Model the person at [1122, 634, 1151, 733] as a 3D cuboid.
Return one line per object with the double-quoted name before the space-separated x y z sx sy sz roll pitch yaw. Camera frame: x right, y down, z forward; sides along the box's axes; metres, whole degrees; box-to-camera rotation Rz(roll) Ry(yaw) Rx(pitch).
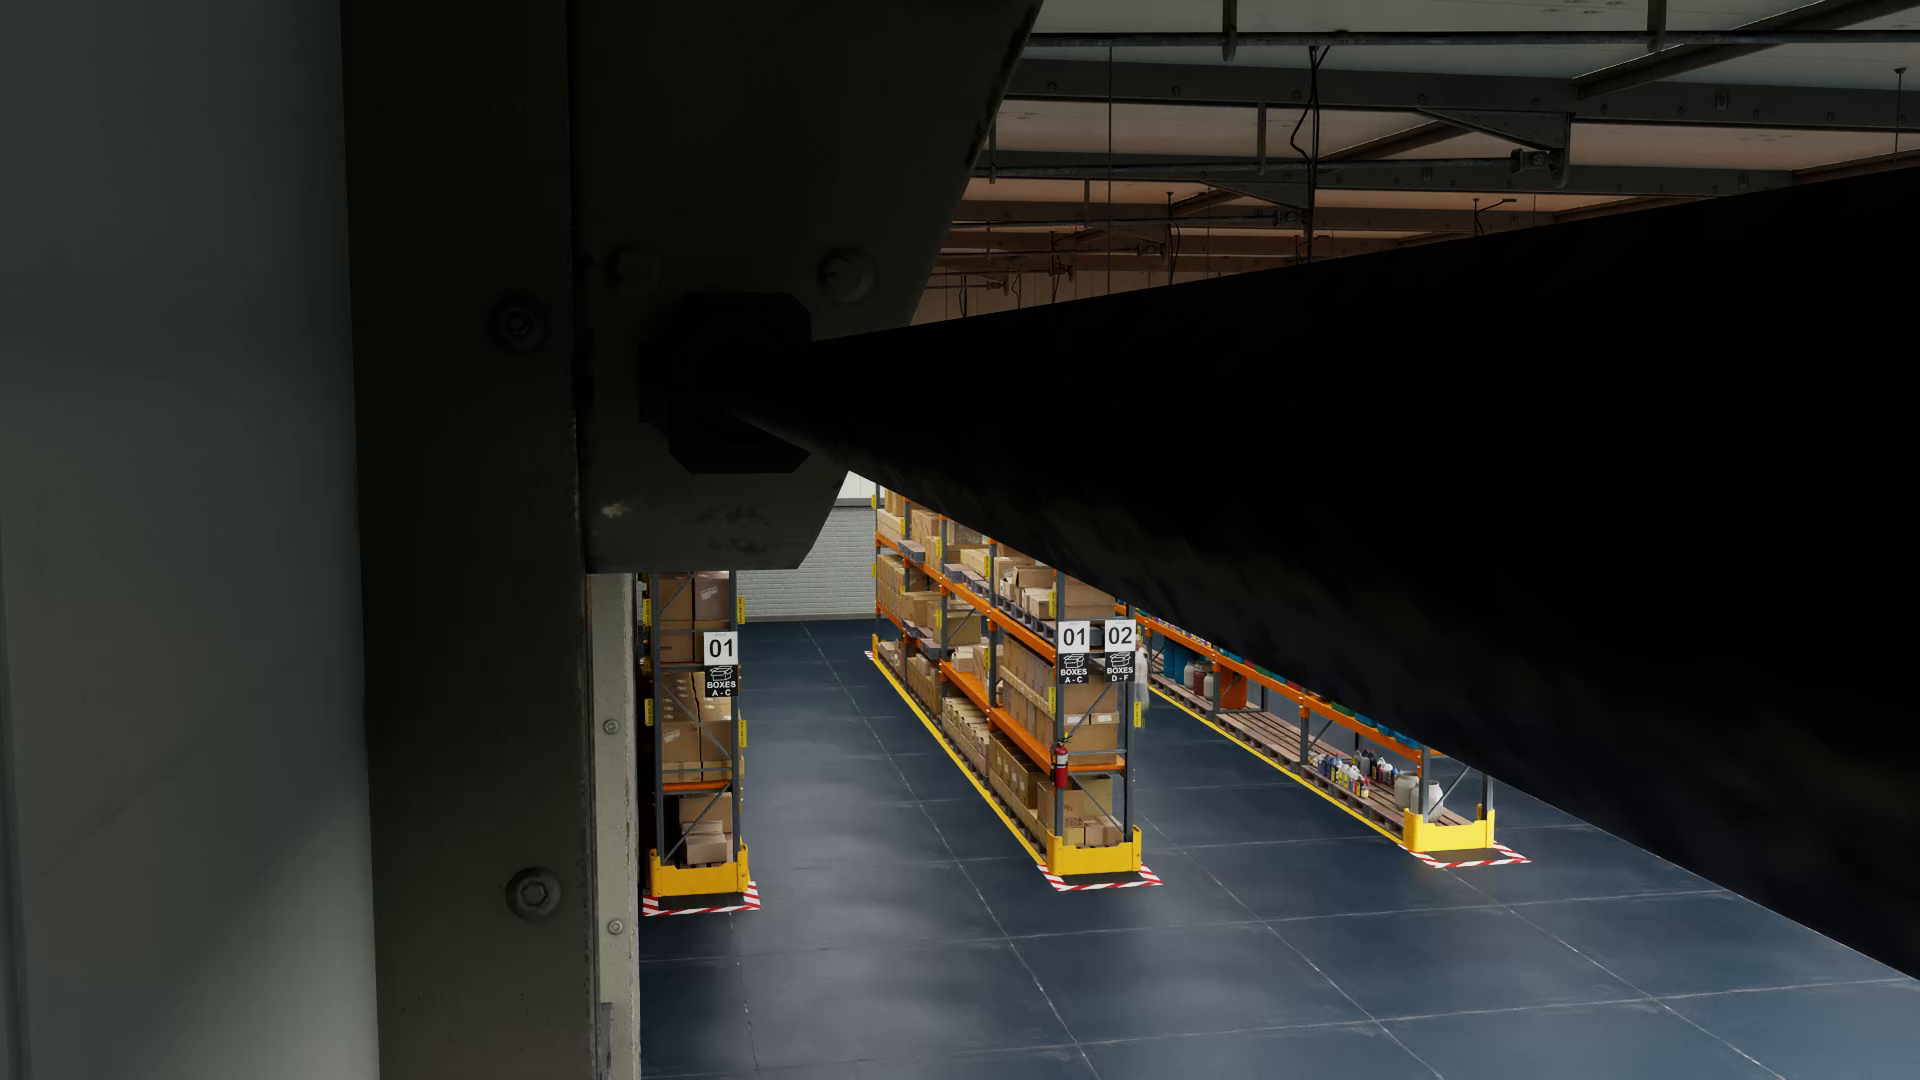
"person" 2.957 2.423 27.920 0.604 1.698 0.581 -2 6 -16
